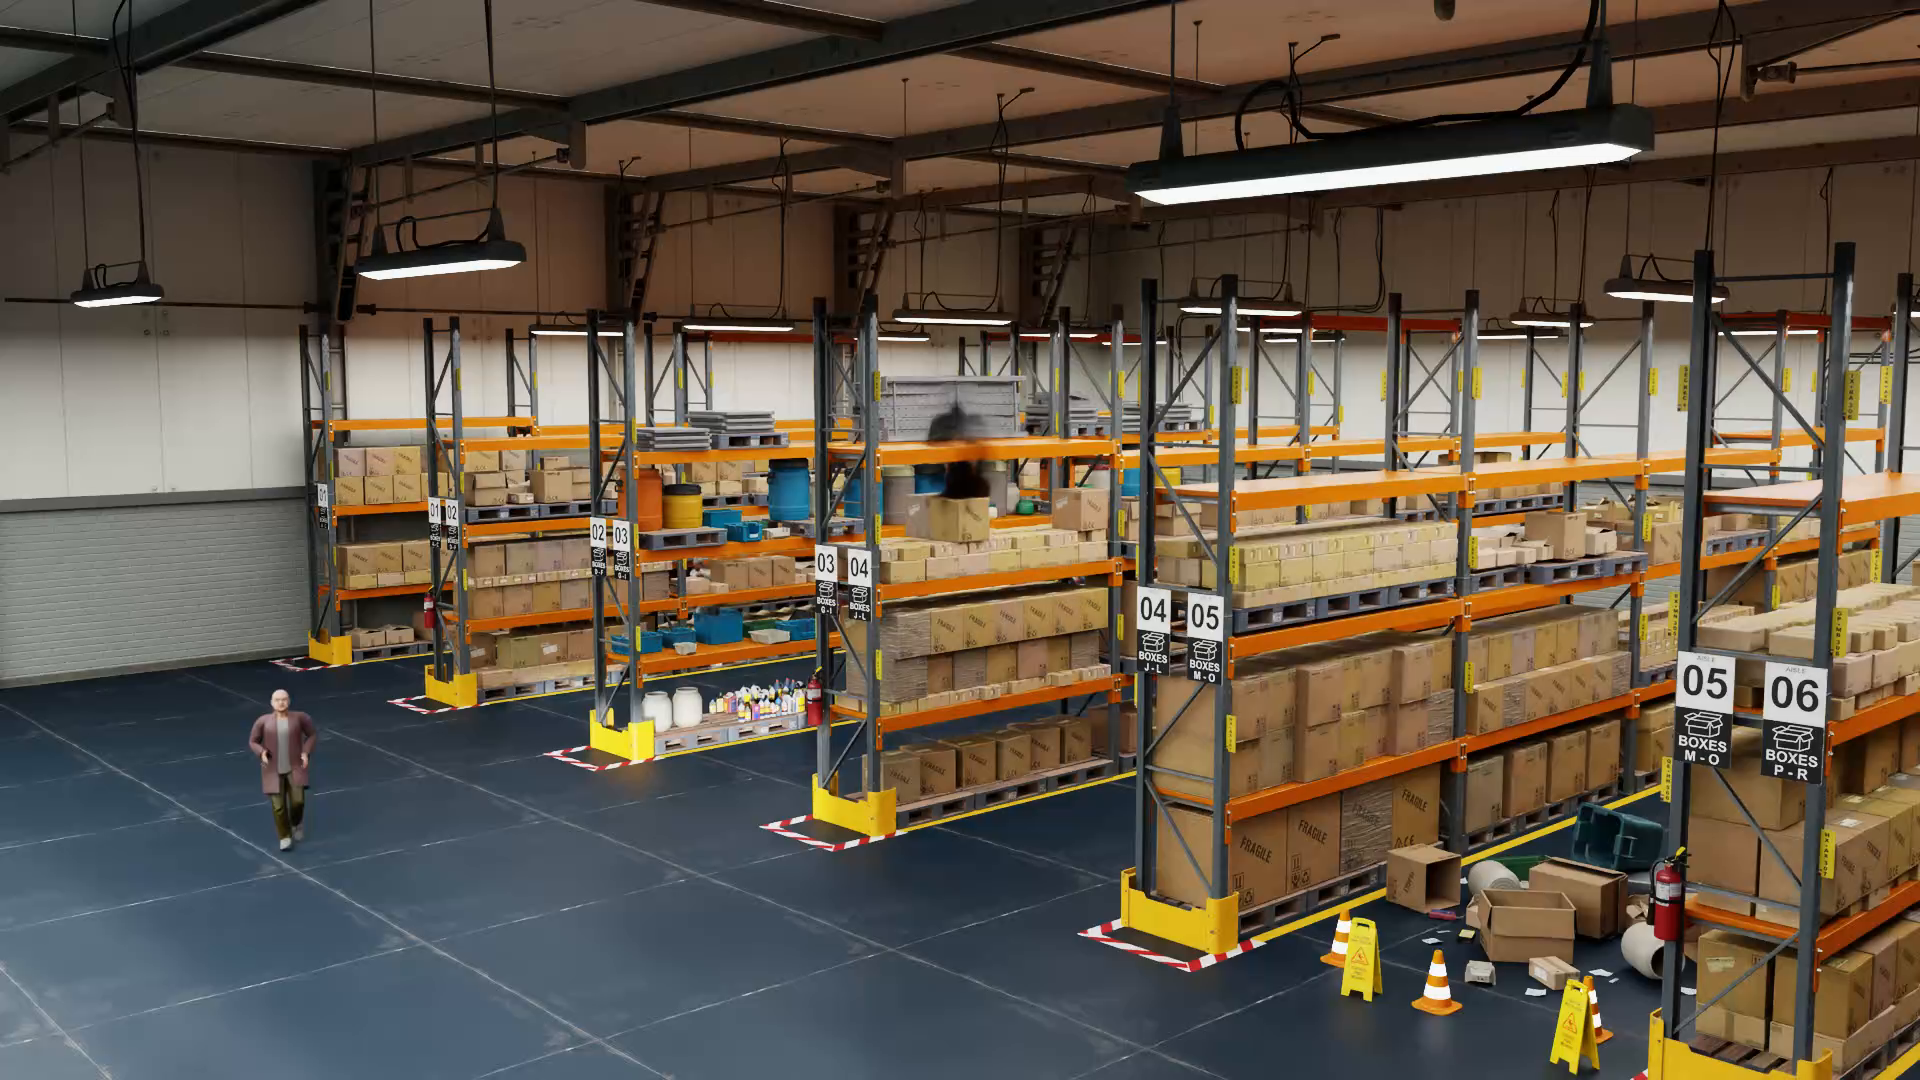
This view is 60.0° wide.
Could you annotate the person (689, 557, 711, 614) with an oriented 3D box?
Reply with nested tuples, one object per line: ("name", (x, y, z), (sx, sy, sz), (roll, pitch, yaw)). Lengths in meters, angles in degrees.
("person", (-4.912, 1.160, 31.536), (0.550, 1.715, 0.821), (4, 7, 37))

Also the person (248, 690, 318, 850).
("person", (-7.304, 2.484, 17.978), (0.703, 1.729, 0.651), (-2, 6, -23))
